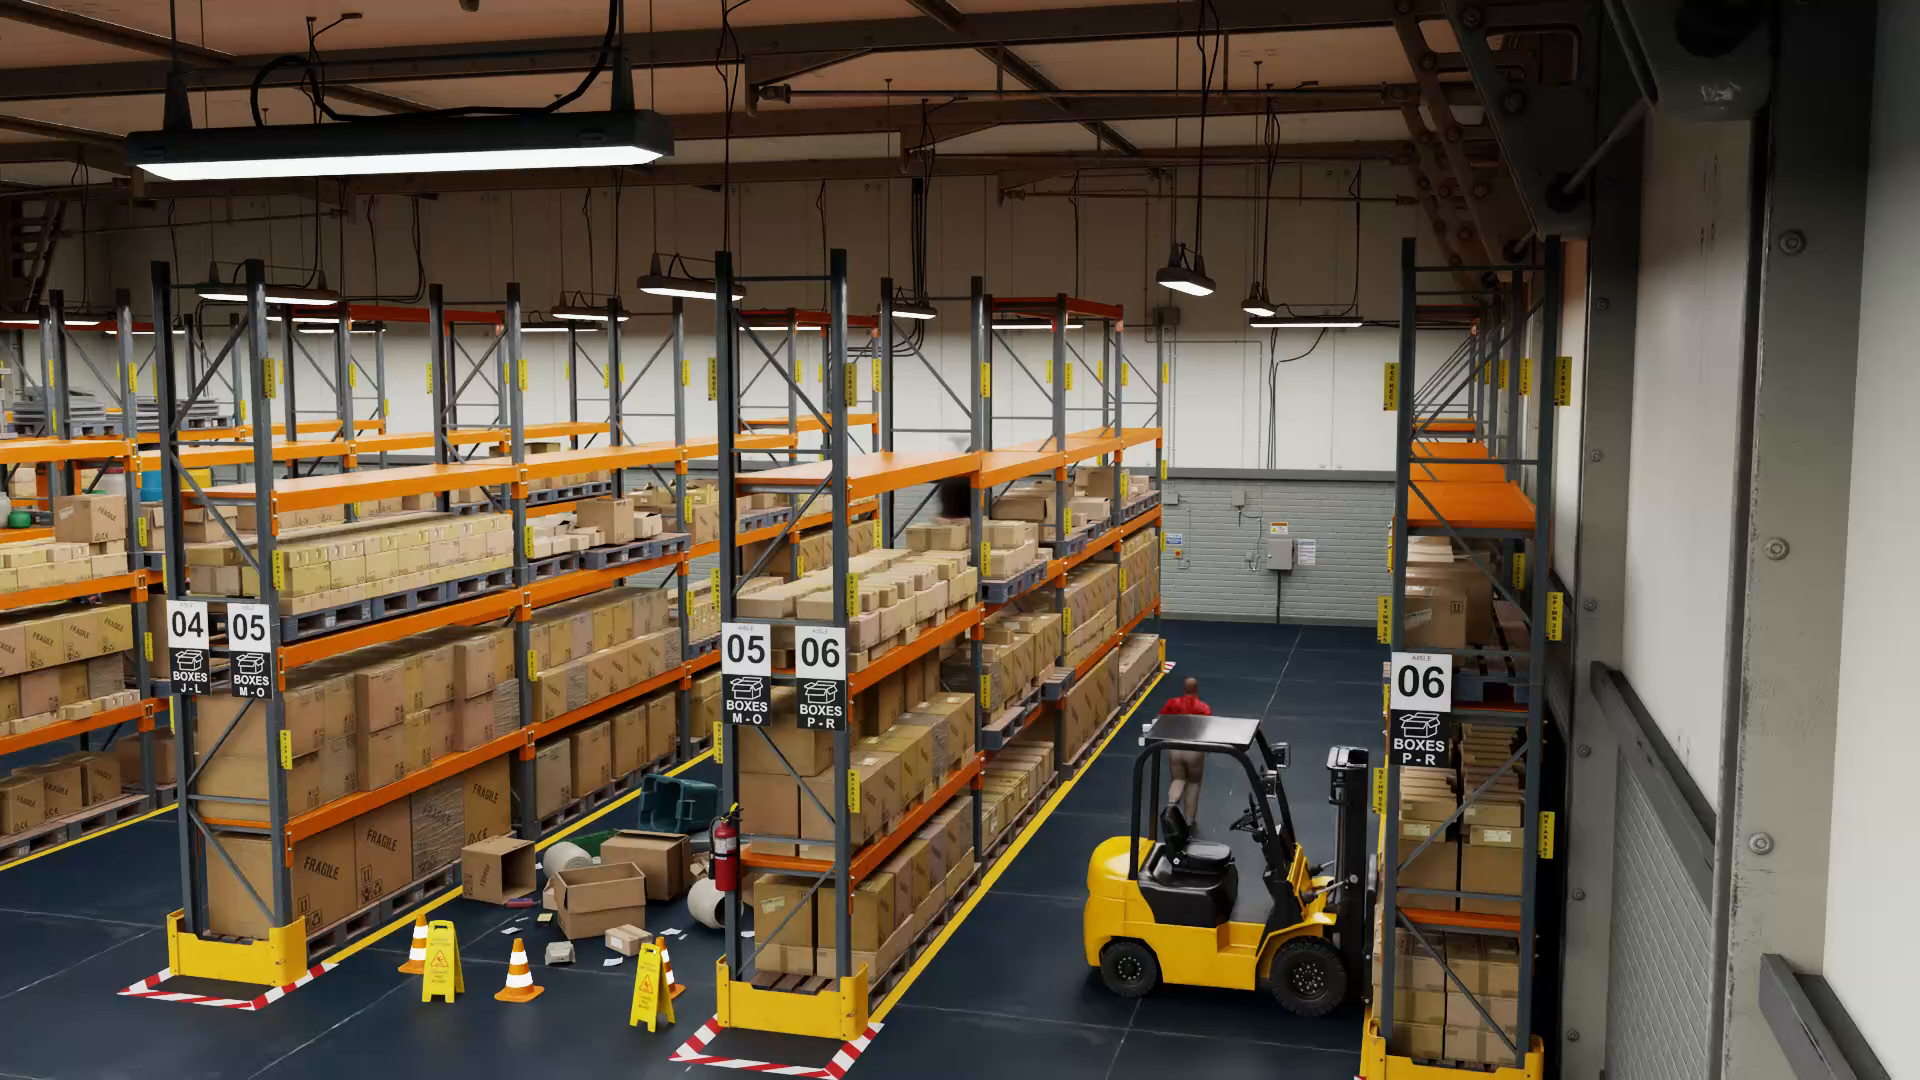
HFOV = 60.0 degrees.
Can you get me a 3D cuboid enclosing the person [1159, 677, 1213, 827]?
[{"bbox_3d":[2.493,2.389,18.459,0.676,1.722,0.657,3,7,24],"label":"person"}]
